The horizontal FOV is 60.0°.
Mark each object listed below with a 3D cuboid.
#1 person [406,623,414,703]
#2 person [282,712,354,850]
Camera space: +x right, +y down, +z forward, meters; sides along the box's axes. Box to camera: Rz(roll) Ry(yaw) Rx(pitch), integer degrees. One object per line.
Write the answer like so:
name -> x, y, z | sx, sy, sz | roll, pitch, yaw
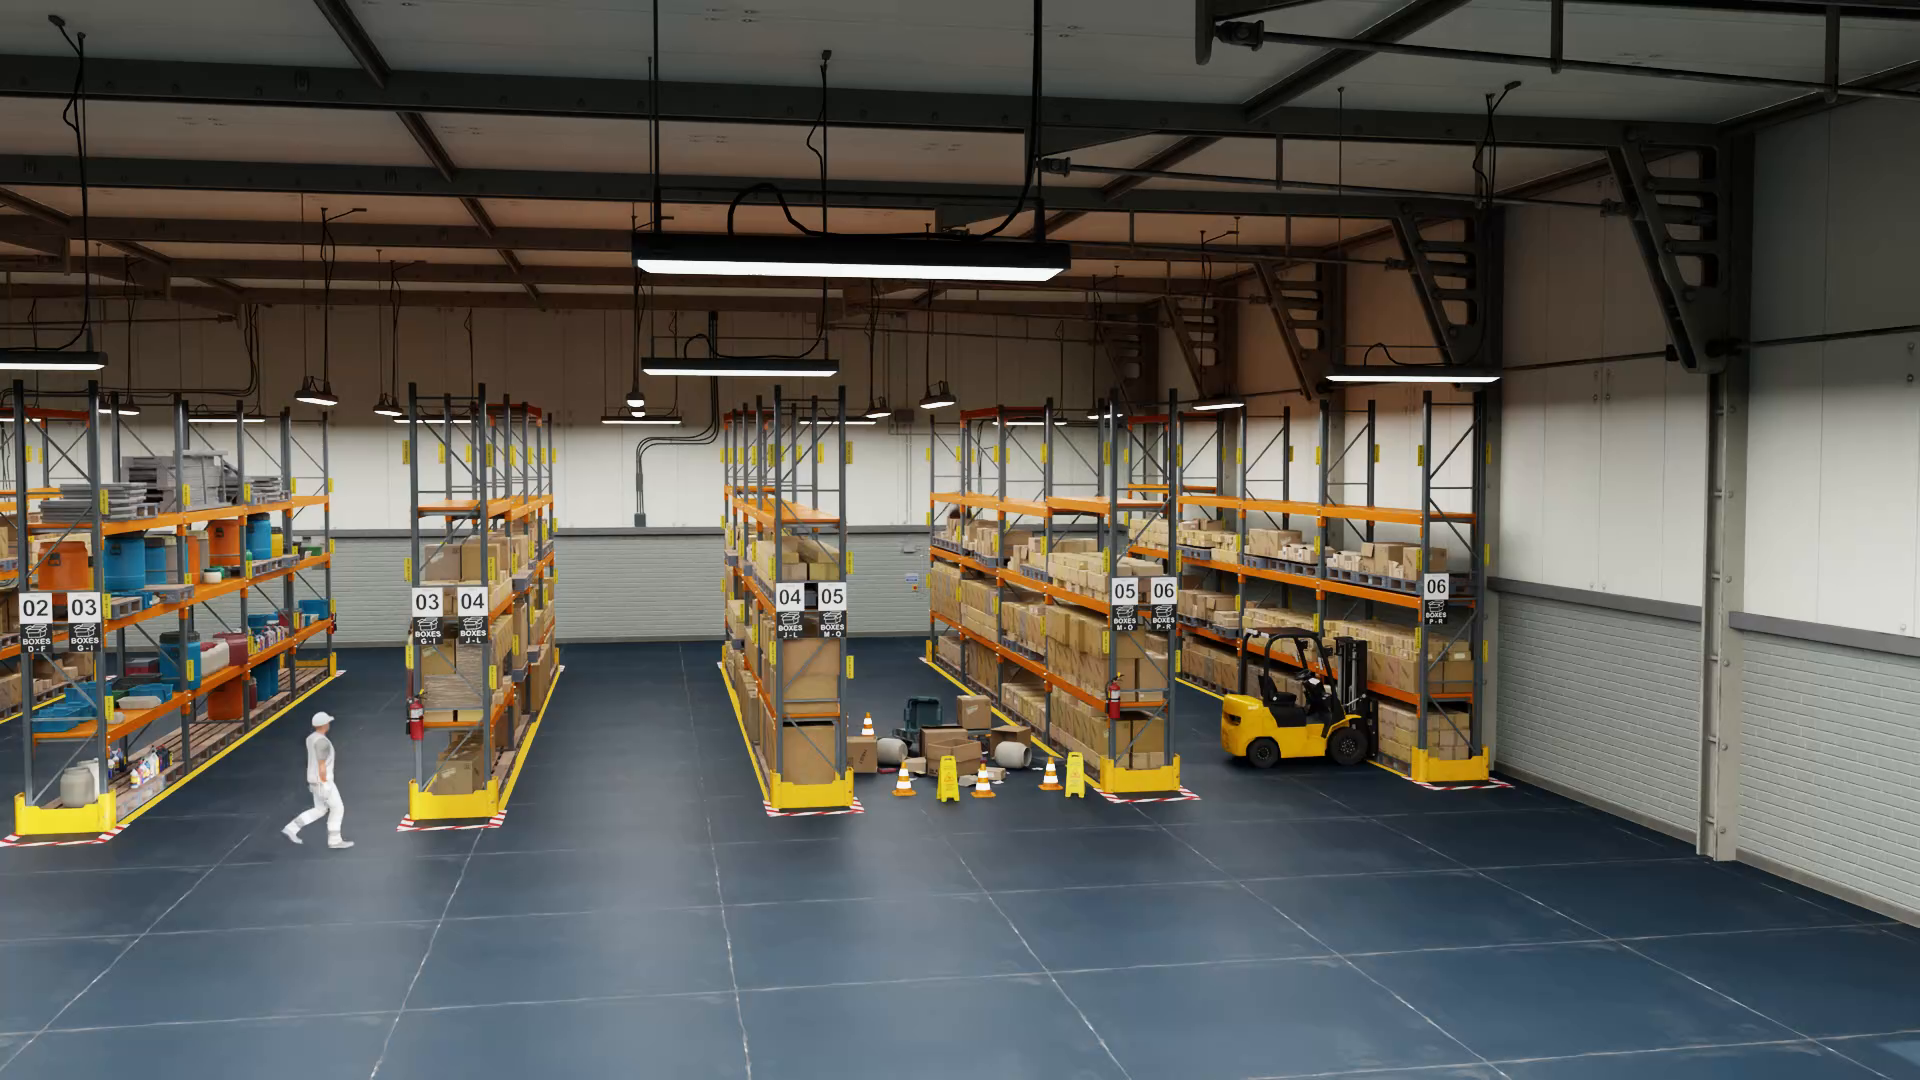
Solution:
person -> -10.965, 2.477, 33.570 | 0.604, 1.657, 0.498 | 1, 3, 25
person -> -8.130, 3.053, 21.023 | 0.842, 1.753, 0.615 | -1, 3, -25
